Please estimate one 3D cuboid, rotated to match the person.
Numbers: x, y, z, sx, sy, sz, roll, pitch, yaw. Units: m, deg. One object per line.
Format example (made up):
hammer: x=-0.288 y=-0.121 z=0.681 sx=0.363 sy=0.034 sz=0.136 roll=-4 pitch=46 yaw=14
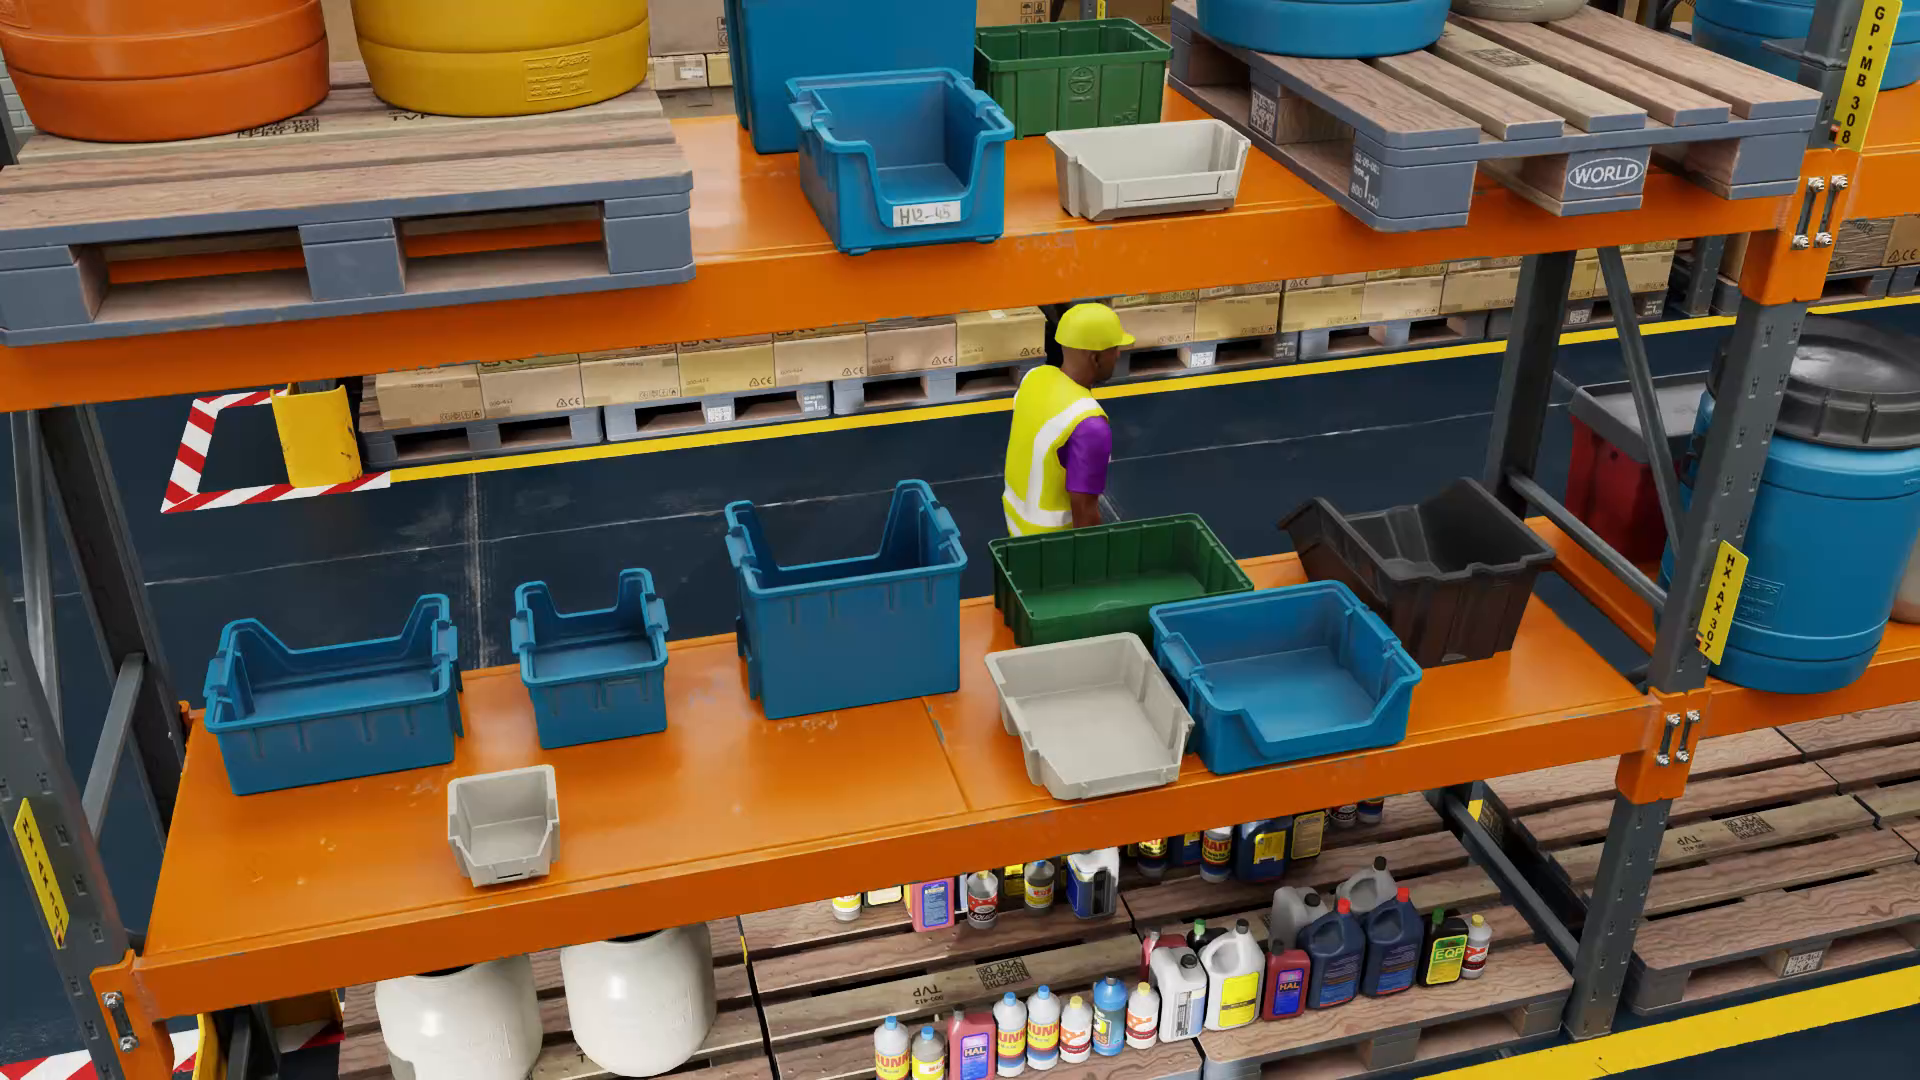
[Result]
person: x=0.404 y=-0.036 z=6.173 sx=0.454 sy=1.761 sz=0.636 roll=-9 pitch=31 yaw=-15
